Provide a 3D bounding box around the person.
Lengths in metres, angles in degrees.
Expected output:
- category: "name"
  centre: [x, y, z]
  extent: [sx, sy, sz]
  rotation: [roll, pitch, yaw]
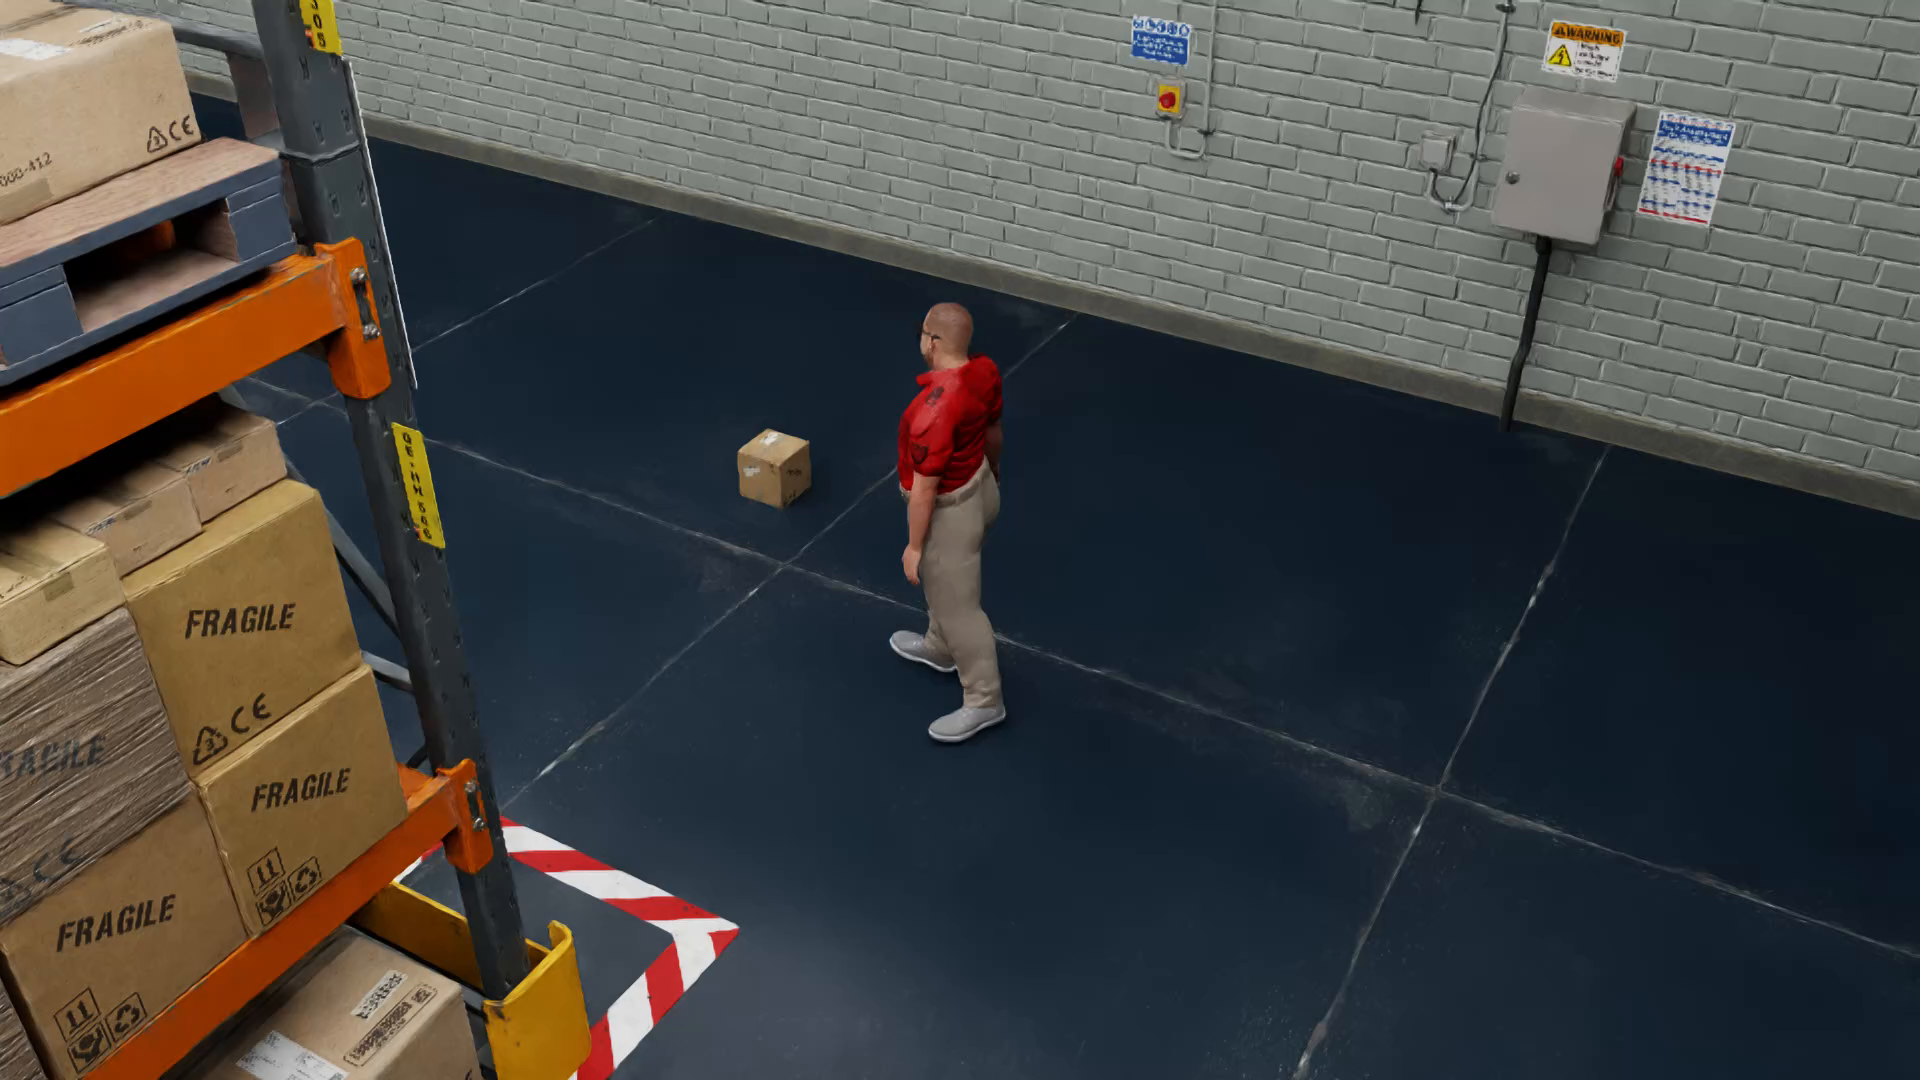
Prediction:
- category: "person"
  centre: [-0.051, -0.134, 6.340]
  extent: [0.631, 1.716, 0.756]
  rotation: [13, 36, 19]
